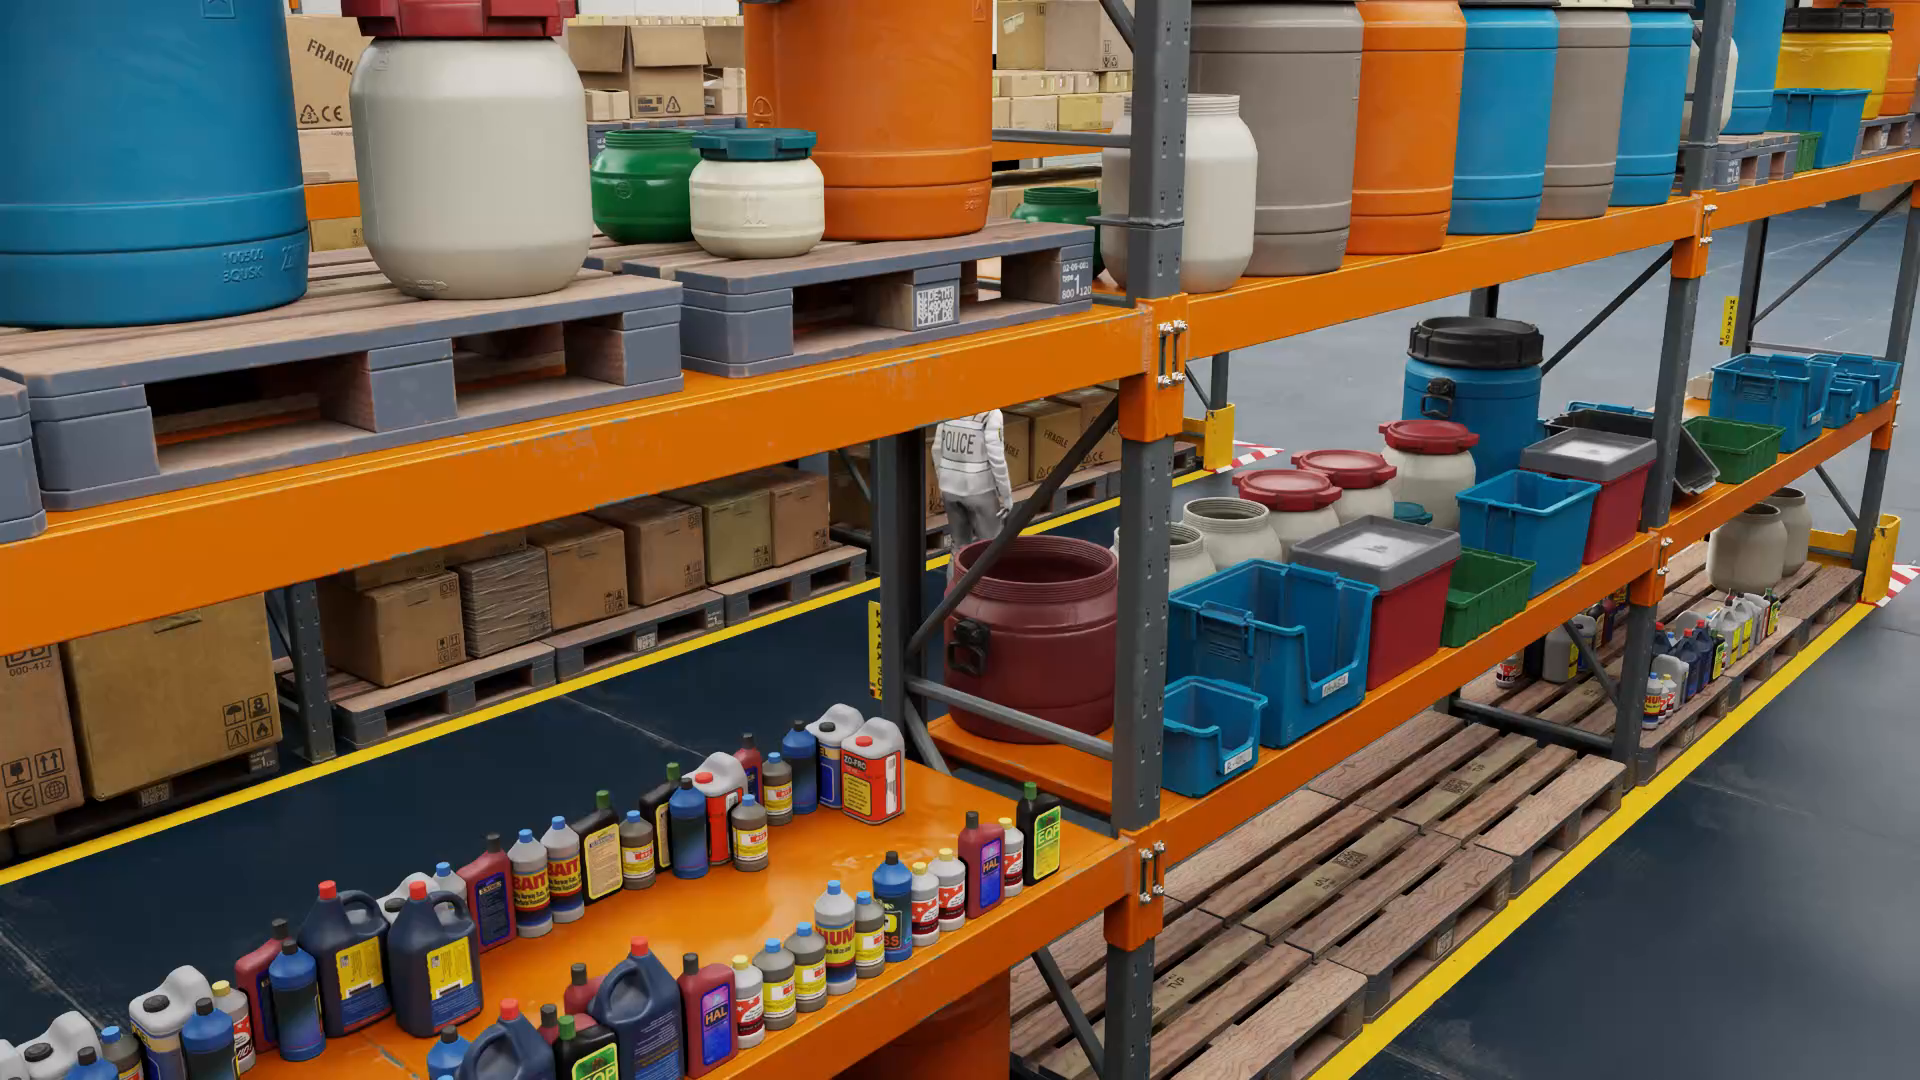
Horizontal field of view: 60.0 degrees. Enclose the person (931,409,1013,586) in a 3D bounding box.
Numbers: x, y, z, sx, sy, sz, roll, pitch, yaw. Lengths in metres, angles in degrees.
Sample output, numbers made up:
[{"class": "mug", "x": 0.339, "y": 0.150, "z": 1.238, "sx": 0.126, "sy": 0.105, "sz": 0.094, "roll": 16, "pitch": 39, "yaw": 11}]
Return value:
[{"class": "person", "x": 0.075, "y": -0.287, "z": 9.969, "sx": 0.546, "sy": 1.667, "sz": 0.369, "roll": 13, "pitch": 22, "yaw": 37}]
